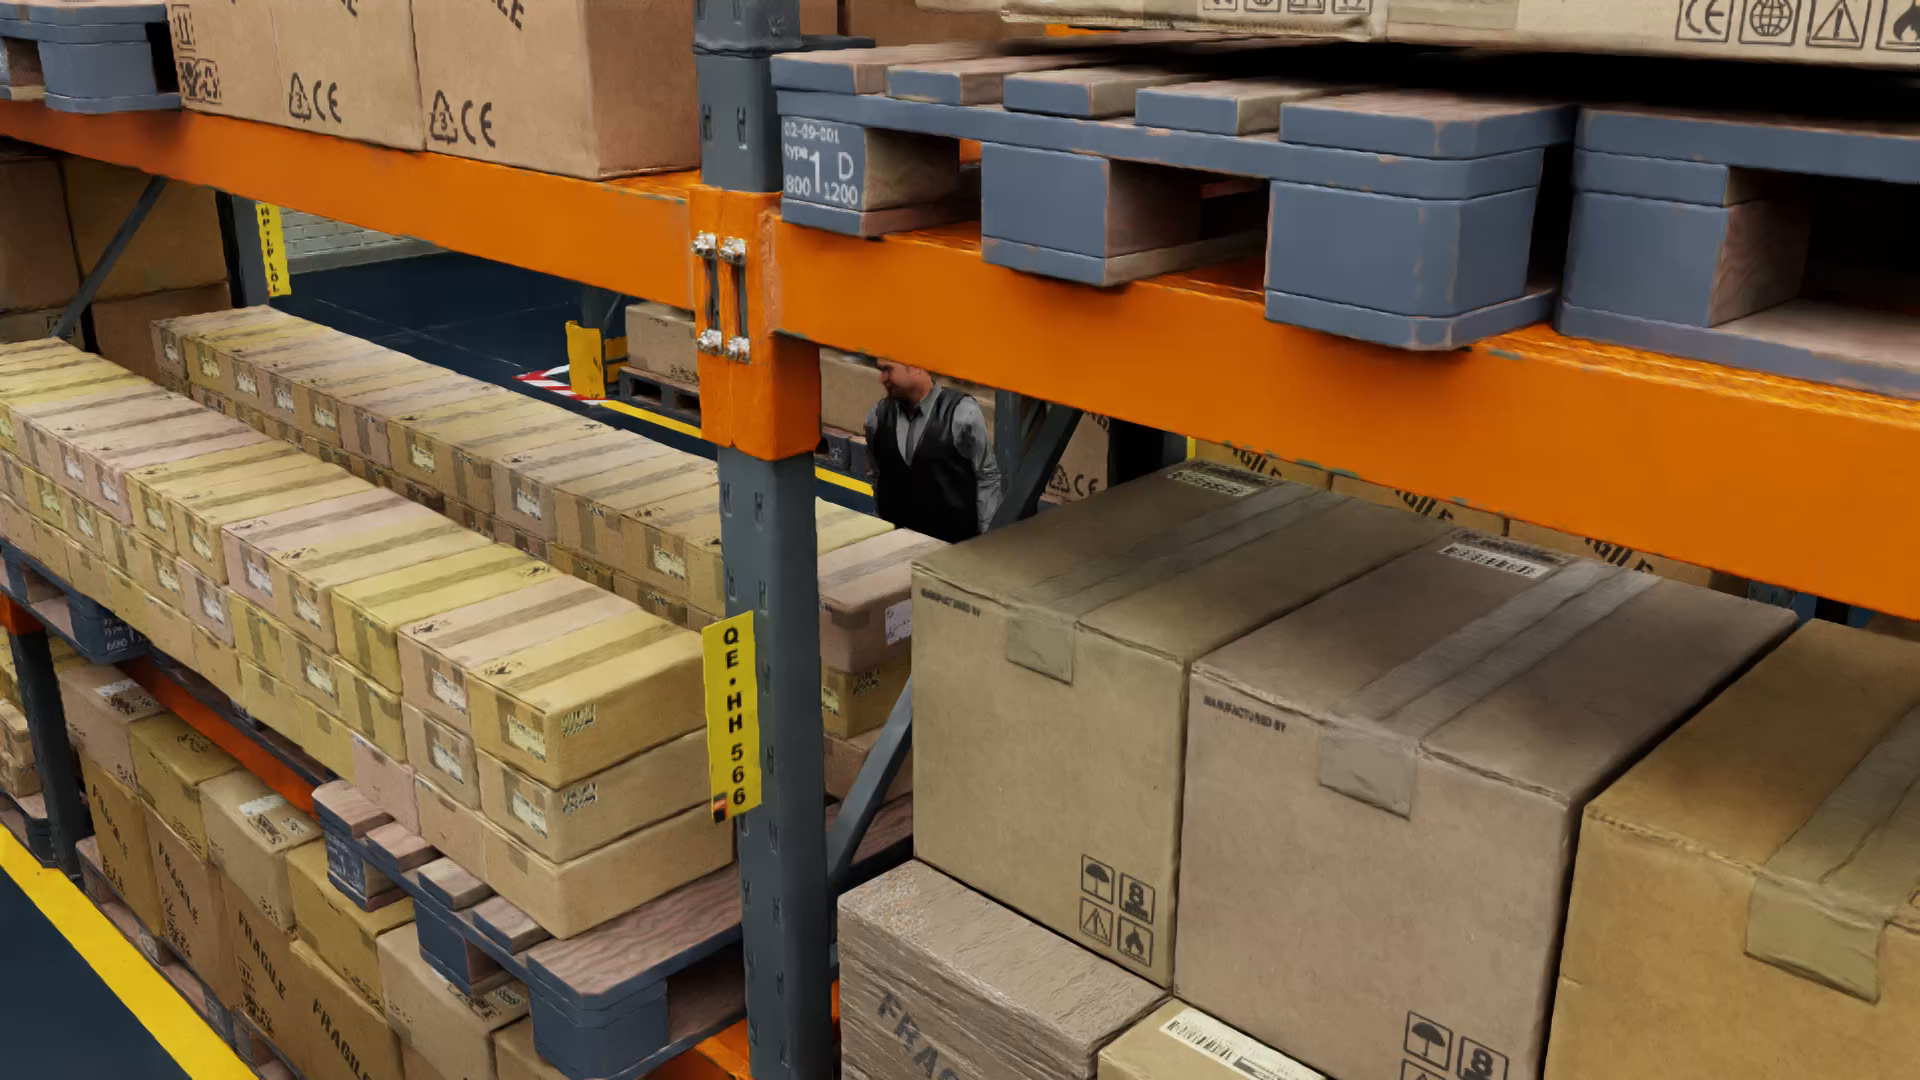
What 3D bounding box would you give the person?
[{"bbox_3d":[-0.094,0.003,6.642,0.585,1.700,0.660,7,21,18],"label":"person"}]
